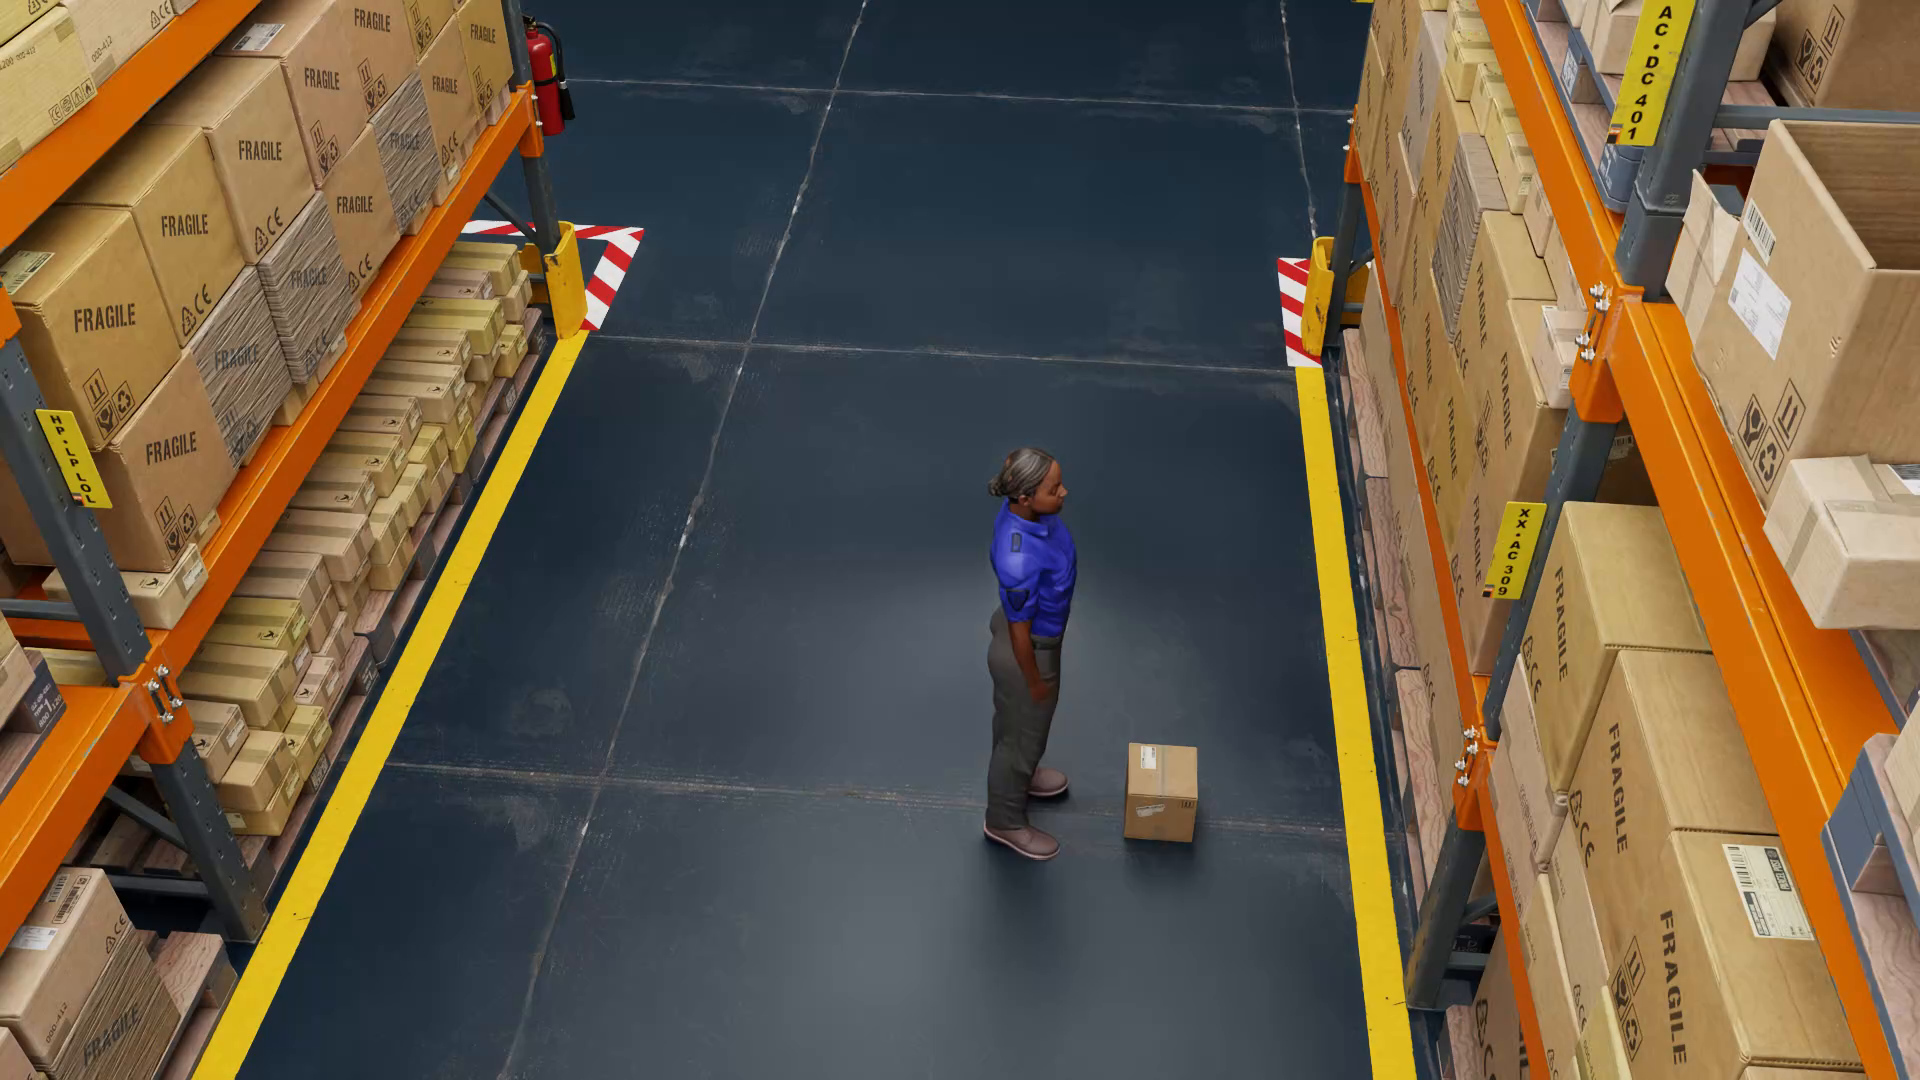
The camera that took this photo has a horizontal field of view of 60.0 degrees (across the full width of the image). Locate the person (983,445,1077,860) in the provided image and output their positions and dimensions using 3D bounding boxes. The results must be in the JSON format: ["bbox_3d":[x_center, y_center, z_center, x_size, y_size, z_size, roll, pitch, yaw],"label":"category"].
[{"bbox_3d":[0.244,0.377,5.717,0.317,1.675,0.486,3,40,4],"label":"person"}]
